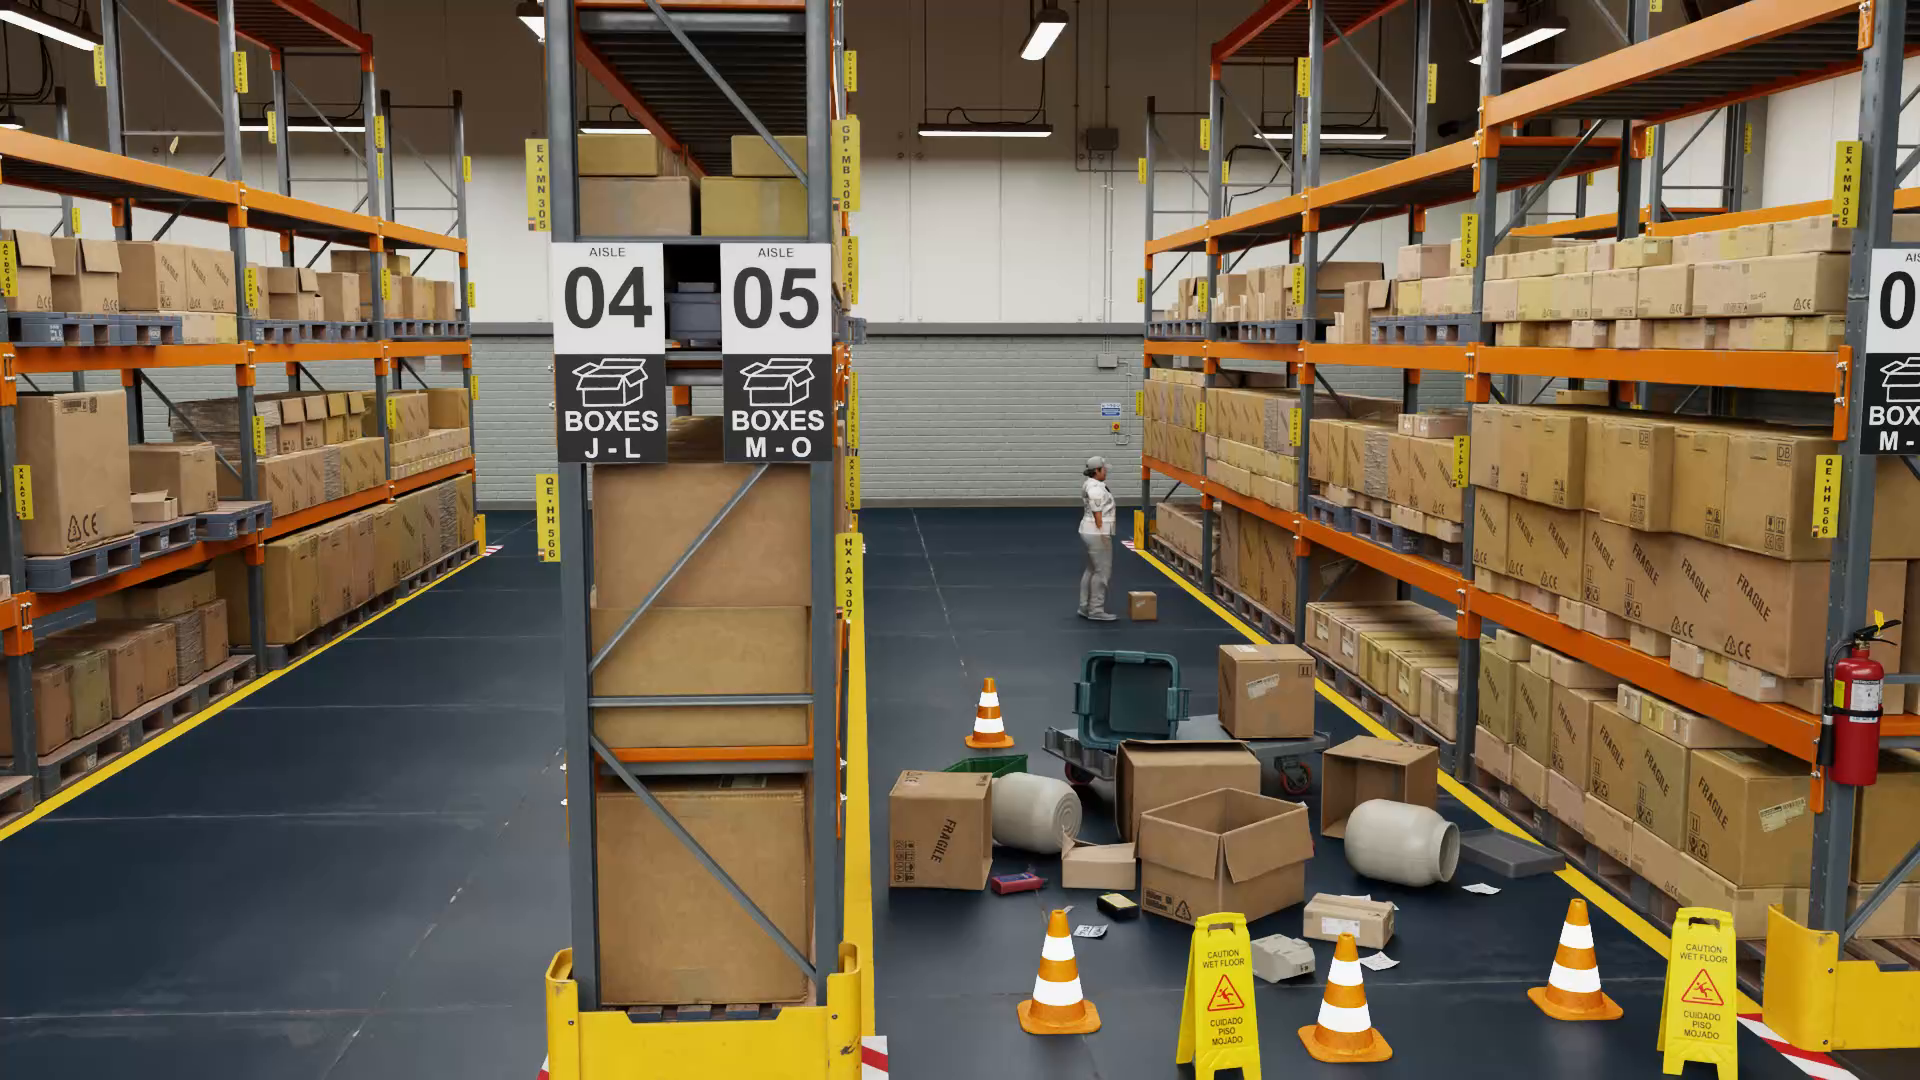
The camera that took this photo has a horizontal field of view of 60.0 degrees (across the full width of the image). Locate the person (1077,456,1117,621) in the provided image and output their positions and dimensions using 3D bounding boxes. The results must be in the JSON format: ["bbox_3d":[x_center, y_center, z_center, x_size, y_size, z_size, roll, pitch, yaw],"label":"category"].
[{"bbox_3d":[1.406,0.004,16.953,0.387,1.715,0.469,0,7,-2],"label":"person"}]
